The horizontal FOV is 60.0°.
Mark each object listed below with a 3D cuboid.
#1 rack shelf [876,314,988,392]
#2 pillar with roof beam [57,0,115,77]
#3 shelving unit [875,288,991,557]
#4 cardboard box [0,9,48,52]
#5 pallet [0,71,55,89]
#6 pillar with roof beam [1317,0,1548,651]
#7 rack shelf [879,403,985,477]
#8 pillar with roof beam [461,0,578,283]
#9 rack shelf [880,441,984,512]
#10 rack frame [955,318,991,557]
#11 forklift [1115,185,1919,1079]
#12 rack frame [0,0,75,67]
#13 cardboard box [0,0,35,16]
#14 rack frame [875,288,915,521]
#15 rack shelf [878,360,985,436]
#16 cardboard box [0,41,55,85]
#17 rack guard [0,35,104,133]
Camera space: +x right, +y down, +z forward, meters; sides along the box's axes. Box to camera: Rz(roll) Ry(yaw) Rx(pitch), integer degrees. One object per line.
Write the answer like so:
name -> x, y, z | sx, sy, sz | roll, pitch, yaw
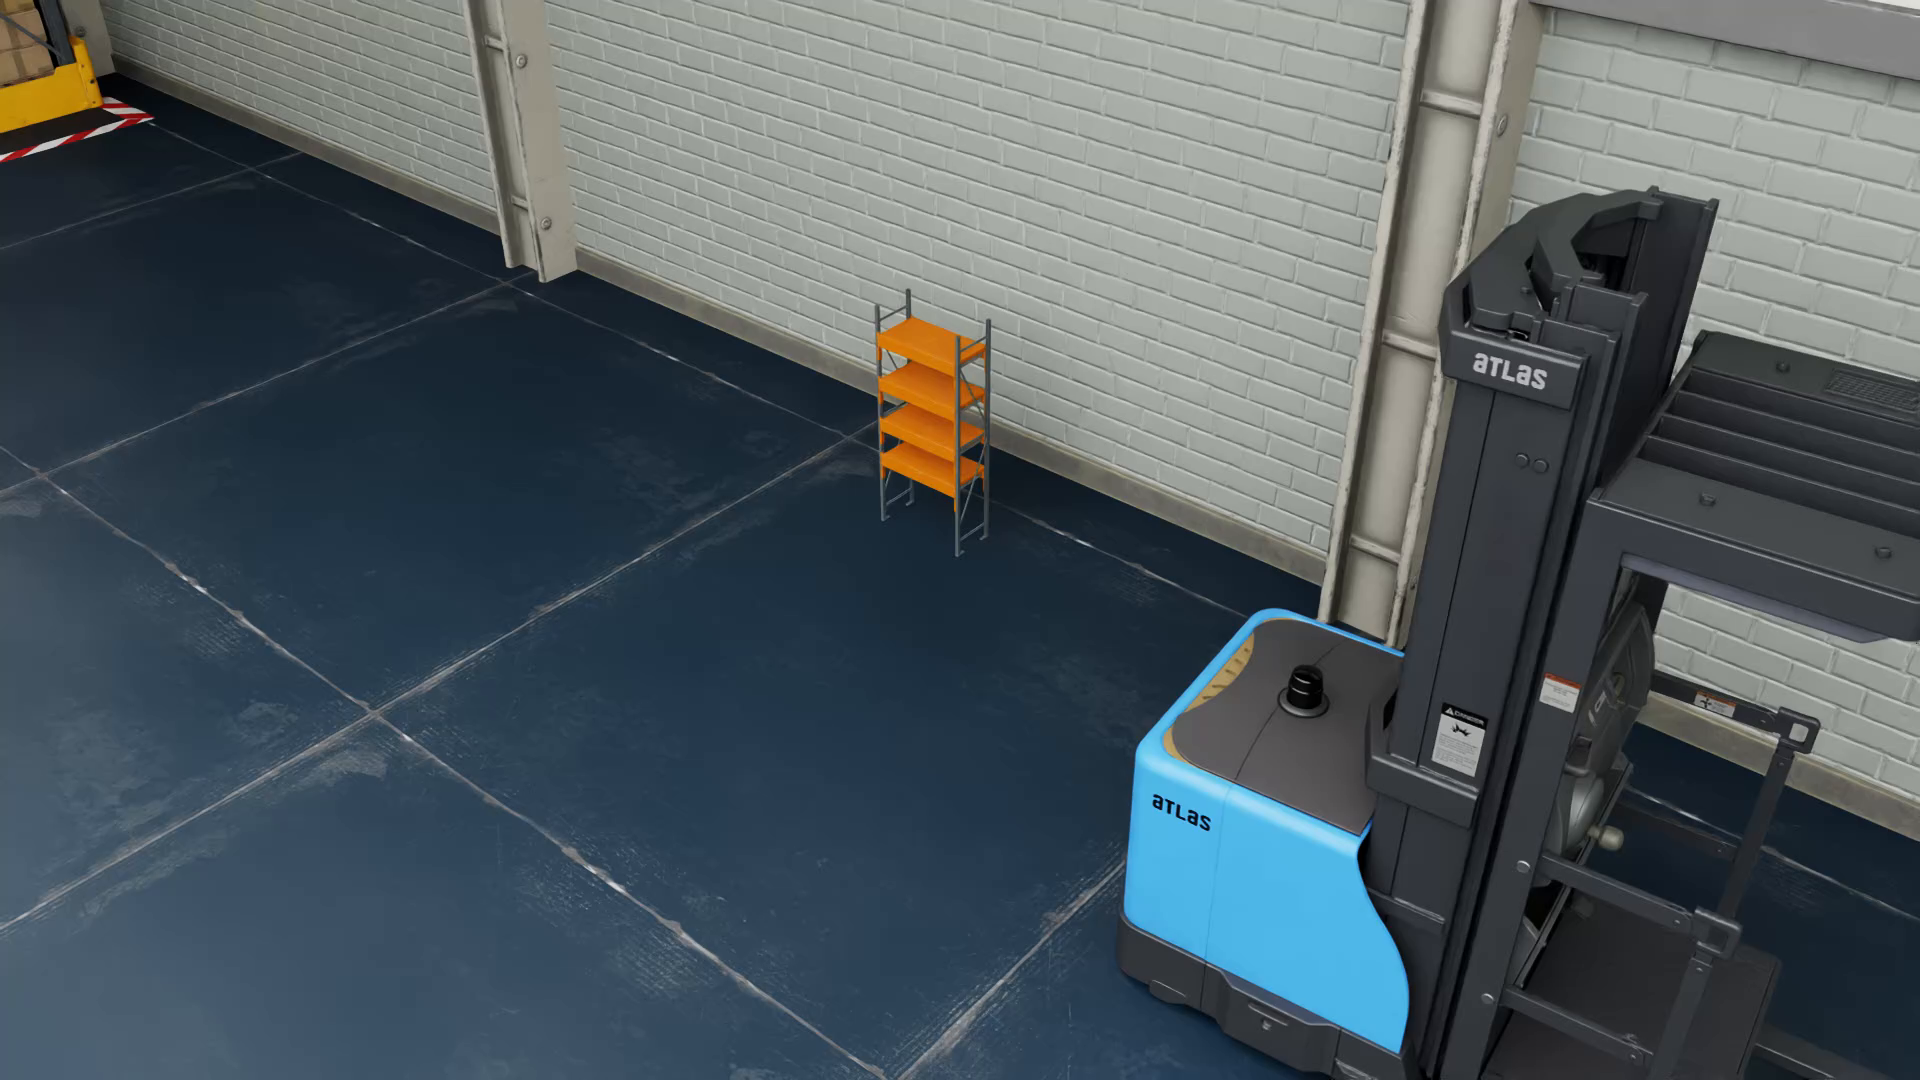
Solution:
rack shelf -> -0.127, -0.878, 7.775 | 0.480, 0.148, 0.258 | 25, 42, 32
pillar with roof beam -> -10.081, -5.793, 8.736 | 0.400, 9.000, 9.100 | 25, 42, 32
shelving unit -> -0.127, -0.555, 7.998 | 0.503, 1.200, 0.258 | 25, 42, 32
cardboard box -> -7.597, -4.055, 13.121 | 0.500, 0.250, 0.500 | 26, 42, 33
pallet -> -7.983, -3.658, 13.390 | 1.213, 0.211, 1.003 | 25, 42, 32
pillar with roof beam -> -0.859, -1.446, 2.407 | 0.400, 9.000, 9.100 | 25, 42, 32
rack shelf -> -0.127, -0.499, 8.036 | 0.480, 0.148, 0.258 | 25, 42, 32
pillar with roof beam -> -5.470, -3.619, 5.571 | 0.400, 9.000, 9.100 | 25, 42, 32
rack shelf -> -0.127, -0.335, 8.148 | 0.480, 0.148, 0.258 | 25, 42, 32
rack frame -> 0.060, -0.466, 7.869 | 0.015, 1.200, 0.240 | 25, 42, 32
forklift -> 2.063, 0.595, 4.795 | 3.031, 2.935, 1.130 | 21, 40, 28
rack frame -> -7.368, -4.548, 12.223 | 0.127, 3.000, 1.000 | 25, 42, 32
cardboard box -> -7.616, -4.257, 12.973 | 0.500, 0.250, 0.500 | 25, 41, 31
rack frame -> -0.315, -0.643, 8.126 | 0.015, 1.200, 0.240 | 25, 42, 32
rack shelf -> -0.127, -0.683, 7.909 | 0.480, 0.148, 0.258 | 25, 42, 32
cardboard box -> -7.620, -3.851, 13.266 | 0.500, 0.250, 0.500 | 25, 42, 32
rack guard -> -7.350, -3.509, 12.918 | 0.348, 0.500, 1.175 | 25, 42, 32
